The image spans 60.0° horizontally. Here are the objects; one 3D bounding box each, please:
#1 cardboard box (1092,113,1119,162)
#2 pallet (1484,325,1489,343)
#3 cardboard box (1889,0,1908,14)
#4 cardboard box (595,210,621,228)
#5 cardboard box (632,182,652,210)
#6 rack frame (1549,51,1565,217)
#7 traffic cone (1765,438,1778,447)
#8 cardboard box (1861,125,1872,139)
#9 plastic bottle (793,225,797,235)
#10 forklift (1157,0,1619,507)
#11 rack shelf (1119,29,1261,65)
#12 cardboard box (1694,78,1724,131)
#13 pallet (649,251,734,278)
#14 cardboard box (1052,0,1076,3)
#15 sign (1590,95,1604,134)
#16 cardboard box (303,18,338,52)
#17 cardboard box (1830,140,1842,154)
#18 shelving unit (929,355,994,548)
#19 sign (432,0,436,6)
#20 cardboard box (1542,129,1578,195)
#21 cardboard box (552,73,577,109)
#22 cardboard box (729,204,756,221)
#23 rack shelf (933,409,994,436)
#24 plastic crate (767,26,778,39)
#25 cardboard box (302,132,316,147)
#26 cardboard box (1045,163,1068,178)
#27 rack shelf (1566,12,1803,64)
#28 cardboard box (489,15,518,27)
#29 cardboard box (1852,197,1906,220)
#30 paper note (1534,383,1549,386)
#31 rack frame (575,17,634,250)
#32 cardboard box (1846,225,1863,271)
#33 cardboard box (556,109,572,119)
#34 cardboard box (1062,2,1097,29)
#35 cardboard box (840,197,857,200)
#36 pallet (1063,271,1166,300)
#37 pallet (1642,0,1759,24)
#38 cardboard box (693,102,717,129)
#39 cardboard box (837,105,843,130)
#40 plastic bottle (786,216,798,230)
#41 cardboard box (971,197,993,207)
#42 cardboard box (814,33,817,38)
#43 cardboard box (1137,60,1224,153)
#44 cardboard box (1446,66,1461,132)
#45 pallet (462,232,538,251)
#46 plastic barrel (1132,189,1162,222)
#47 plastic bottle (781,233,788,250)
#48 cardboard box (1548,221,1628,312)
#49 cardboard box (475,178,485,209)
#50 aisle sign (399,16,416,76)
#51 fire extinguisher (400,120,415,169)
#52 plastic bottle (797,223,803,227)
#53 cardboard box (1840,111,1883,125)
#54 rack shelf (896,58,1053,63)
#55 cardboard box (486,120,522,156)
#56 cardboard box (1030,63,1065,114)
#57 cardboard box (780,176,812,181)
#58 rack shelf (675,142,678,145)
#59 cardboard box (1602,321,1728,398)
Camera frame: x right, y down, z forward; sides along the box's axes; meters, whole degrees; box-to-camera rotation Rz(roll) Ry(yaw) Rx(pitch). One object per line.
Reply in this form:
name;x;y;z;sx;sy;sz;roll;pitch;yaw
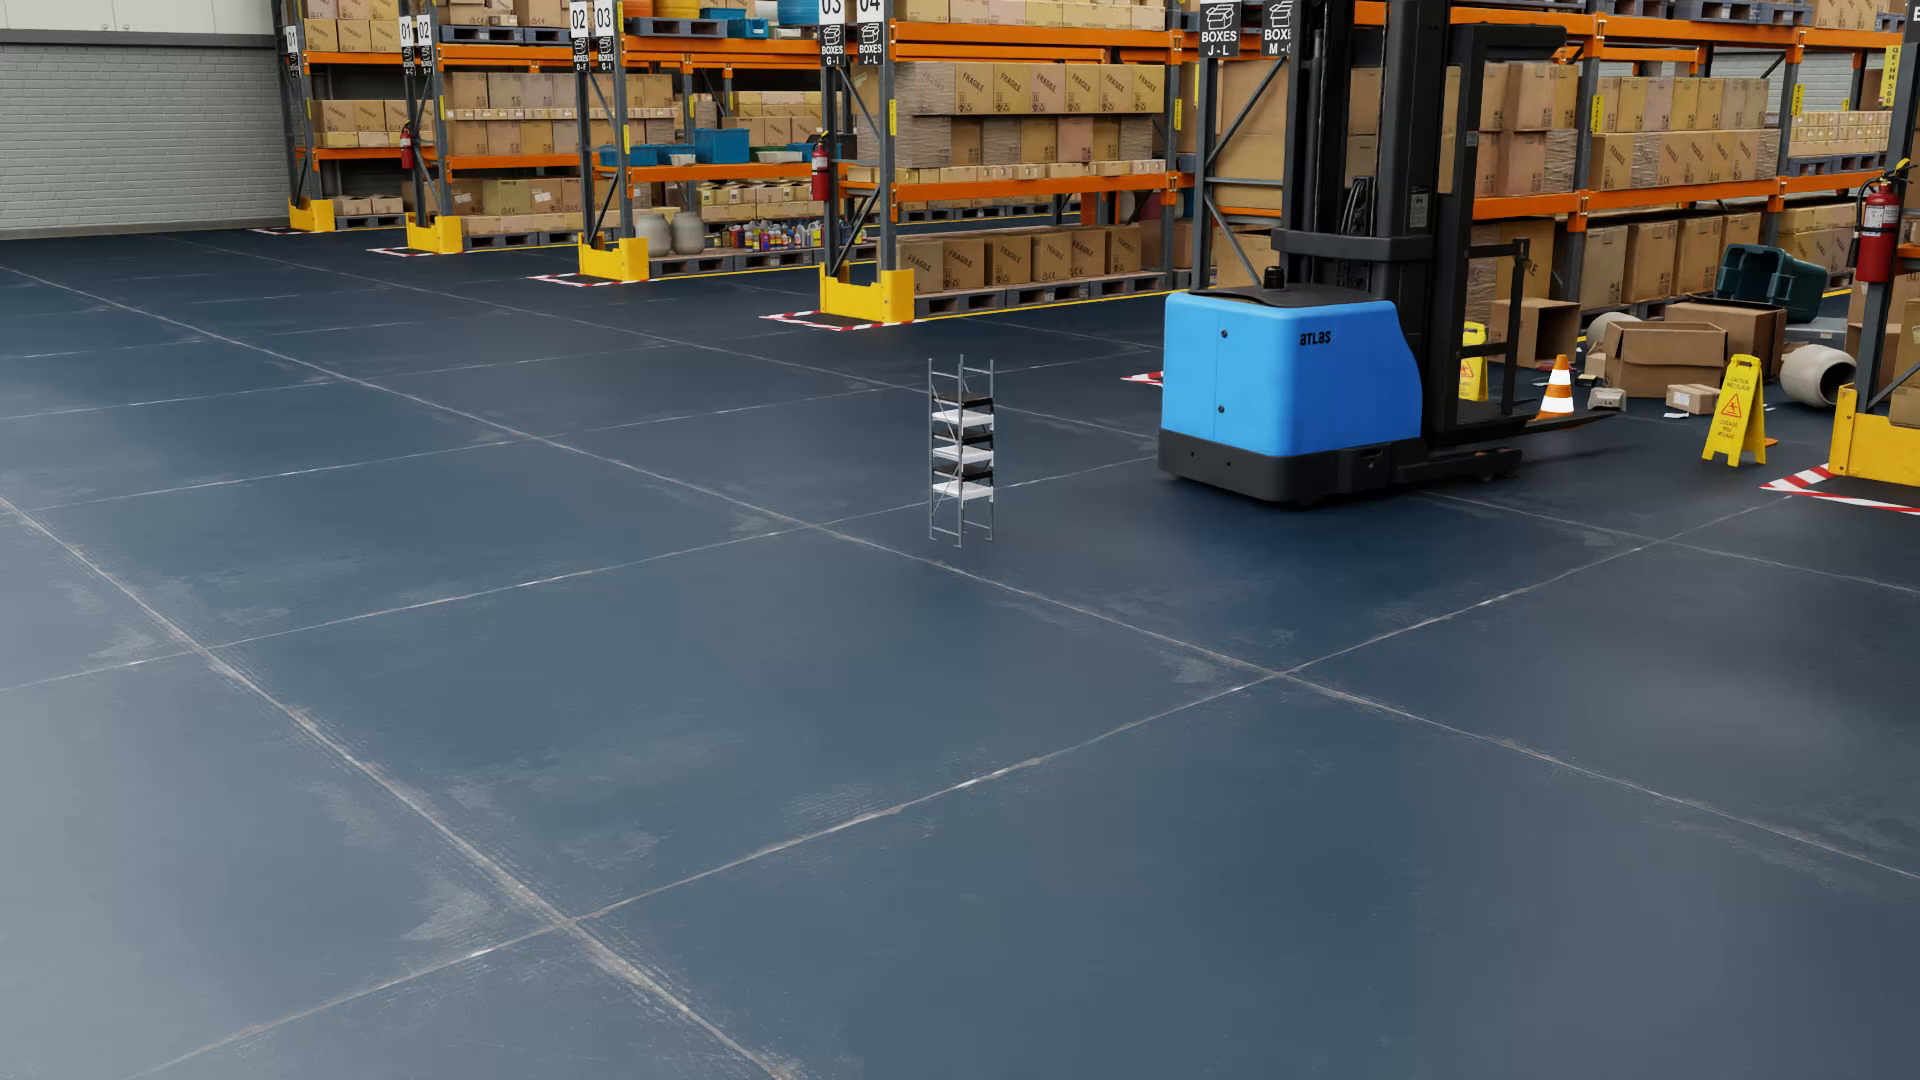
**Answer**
cardboard box;1.245;-4.406;18.161;0.500;0.500;0.875;-13;19;-39
pallet;4.580;-1.912;15.000;1.213;0.211;1.003;-13;19;-39
cardboard box;10.882;-6.386;19.524;0.500;0.500;0.700;-13;19;-39
cardboard box;-5.432;-4.868;25.176;0.500;0.250;0.500;-13;19;-39
cardboard box;-5.066;-5.318;25.408;0.500;0.500;0.500;-13;19;-39
rack frame;8.060;-5.711;23.818;0.127;3.000;1.000;-13;19;-39
traffic cone;4.991;-0.847;10.525;0.334;0.463;0.336;-13;19;-39
cardboard box;10.077;-4.624;18.843;0.250;0.149;0.380;-13;19;-39
plastic bottle;-2.107;-3.962;21.680;0.133;0.283;0.061;-13;19;-39
forklift;2.649;-1.858;9.528;3.031;2.935;1.130;-9;18;-31
rack shelf;3.534;-5.796;19.718;4.000;0.370;1.077;-13;19;-39
cardboard box;7.111;-4.335;16.534;0.500;0.500;0.700;-13;20;-40
pallet;-3.601;-3.454;20.771;1.213;0.211;1.003;-13;19;-39
cardboard box;0.979;-5.589;17.068;0.250;0.149;0.380;-12;19;-37
sign;5.570;-3.722;14.539;0.005;0.325;0.100;-13;19;-39
cardboard box;-10.331;-8.086;26.665;0.500;0.500;0.500;-12;19;-38
cardboard box;9.500;-4.351;18.401;0.250;0.149;0.380;-12;19;-38
shelving unit;0.006;-0.436;8.139;0.210;0.900;0.258;-13;19;-39
sign;-7.133;-7.408;22.511;0.005;0.325;0.100;-13;19;-39
cardboard box;4.934;-3.381;14.803;0.550;0.550;0.875;-13;19;-39
cardboard box;-5.941;-6.628;24.545;0.500;0.500;0.700;-13;19;-39
cardboard box;-3.621;-5.266;26.665;0.500;0.250;0.500;-12;19;-38
rack shelf;0.006;-0.578;8.101;0.200;0.077;0.258;-13;20;-39
plastic crate;-2.595;-6.452;21.192;0.450;0.188;0.336;-13;19;-39
cardboard box;-10.522;-6.625;27.492;0.500;0.250;0.500;-12;19;-39
cardboard box;0.915;-3.889;17.485;0.250;0.149;0.380;-13;19;-39
rack shelf;6.714;-4.813;16.039;4.000;0.370;1.077;-13;19;-39
cardboard box;-6.489;-7.371;23.620;0.250;0.149;0.380;-13;19;-39
cardboard box;10.844;-3.910;19.654;0.500;0.250;0.500;-13;20;-41
paper note;4.453;-1.188;12.642;0.142;0.017;0.144;-6;16;-20
rack frame;-4.244;-4.642;19.817;0.127;3.000;1.000;-13;19;-39
cardboard box;10.070;-3.376;19.107;0.500;0.500;0.500;-13;20;-41
cardboard box;-5.895;-6.254;24.399;0.250;0.149;0.380;-12;19;-39
cardboard box;1.071;-5.431;17.246;0.500;0.250;0.500;-13;20;-40
cardboard box;-2.079;-5.882;27.885;0.500;0.311;0.500;-13;20;-40
pallet;1.542;-2.888;18.652;1.213;0.211;1.003;-13;19;-39
pallet;6.930;-5.099;16.081;1.213;0.211;1.003;-12;19;-37
cardboard box;-5.060;-8.105;31.736;0.700;0.500;0.500;13;20;40
cardboard box;-2.640;-8.506;33.474;0.500;0.500;0.500;-13;19;-39
plastic bottle;-2.250;-4.165;22.310;0.185;0.351;0.144;-14;20;-42
cardboard box;0.237;-6.252;29.835;0.500;0.500;0.500;-14;20;-41
cardboard box;-2.585;-8.267;27.052;0.500;0.250;0.500;-13;20;-40
cardboard box;2.716;-4.956;19.014;1.000;1.000;1.000;-12;19;-39
cardboard box;3.673;-3.639;13.680;0.500;0.550;0.875;-13;19;-39
pallet;-6.943;-4.398;24.305;1.213;0.211;1.003;-13;19;-39
plastic barrel;3.001;-5.313;26.187;0.708;0.588;0.600;-13;19;-39
plastic bottle;-2.263;-3.841;21.388;0.097;0.201;0.097;0;15;0
cardboard box;5.614;-2.612;15.760;0.750;0.750;1.050;-13;20;-40
cardboard box;-8.486;-6.070;29.153;0.500;0.500;0.500;14;21;43
aisle sign;-7.735;-6.909;23.266;0.004;0.787;0.394;-13;19;-39
fire extinguisher;-7.886;-5.640;23.703;0.183;0.674;0.296;-13;19;-39
plastic bottle;-2.138;-4.110;22.260;0.097;0.271;0.097;0;15;0
cardboard box;10.281;-4.817;18.990;0.250;0.149;0.380;-13;20;-41
rack shelf;0.051;-8.403;29.477;4.000;0.370;1.077;-13;19;-39
cardboard box;-6.739;-5.822;24.040;0.500;0.500;0.700;-12;19;-38
cardboard box;0.733;-4.647;17.129;0.500;0.500;0.500;-13;19;-39
cardboard box;-3.406;-7.337;33.256;0.750;0.750;0.750;-13;20;-40
rack shelf;-6.221;-7.240;30.936;4.000;0.370;1.077;-13;19;-39
cardboard box;5.176;-1.333;12.266;0.797;0.503;0.637;2;15;9
